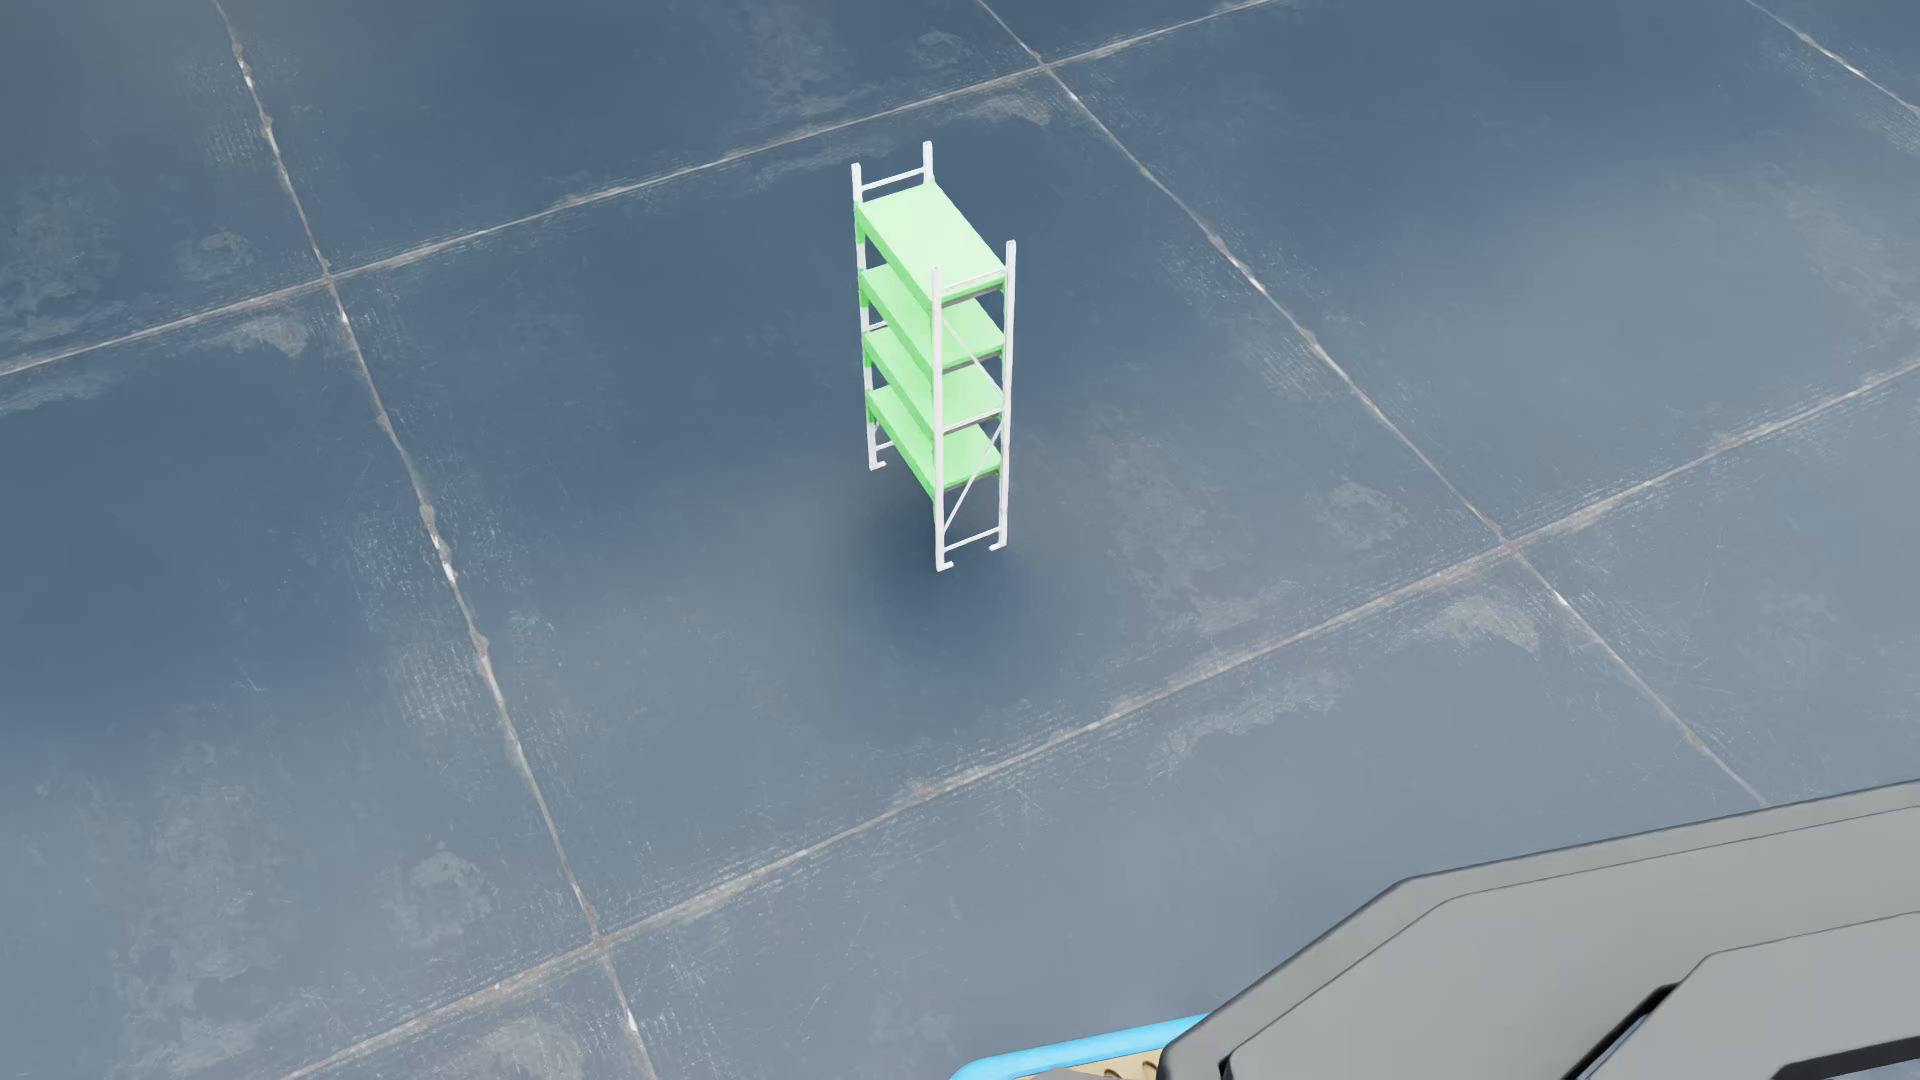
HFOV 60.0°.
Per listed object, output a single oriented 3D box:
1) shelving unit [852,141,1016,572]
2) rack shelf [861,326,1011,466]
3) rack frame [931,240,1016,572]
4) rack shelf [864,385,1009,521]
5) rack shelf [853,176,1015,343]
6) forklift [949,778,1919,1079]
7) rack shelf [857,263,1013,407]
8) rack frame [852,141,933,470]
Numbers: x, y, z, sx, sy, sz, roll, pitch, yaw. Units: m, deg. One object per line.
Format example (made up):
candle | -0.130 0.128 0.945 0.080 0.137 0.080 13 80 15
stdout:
shelving unit | -0.076 -0.506 4.895 0.258 1.200 0.503 -21 52 -18
rack shelf | -0.076 -0.464 4.943 0.258 0.148 0.480 -21 52 -18
rack frame | 0.036 -0.342 4.752 0.240 1.200 0.015 -21 52 -18
rack shelf | -0.076 -0.306 5.124 0.258 0.148 0.480 -21 52 -18
rack shelf | -0.076 -0.780 4.582 0.258 0.148 0.480 -21 52 -18
forklift | 0.748 1.709 1.808 1.130 2.935 3.031 -9 49 -8
rack shelf | -0.076 -0.622 4.763 0.258 0.148 0.480 -21 52 -18
rack frame | -0.187 -0.669 5.038 0.240 1.200 0.015 -21 52 -18
